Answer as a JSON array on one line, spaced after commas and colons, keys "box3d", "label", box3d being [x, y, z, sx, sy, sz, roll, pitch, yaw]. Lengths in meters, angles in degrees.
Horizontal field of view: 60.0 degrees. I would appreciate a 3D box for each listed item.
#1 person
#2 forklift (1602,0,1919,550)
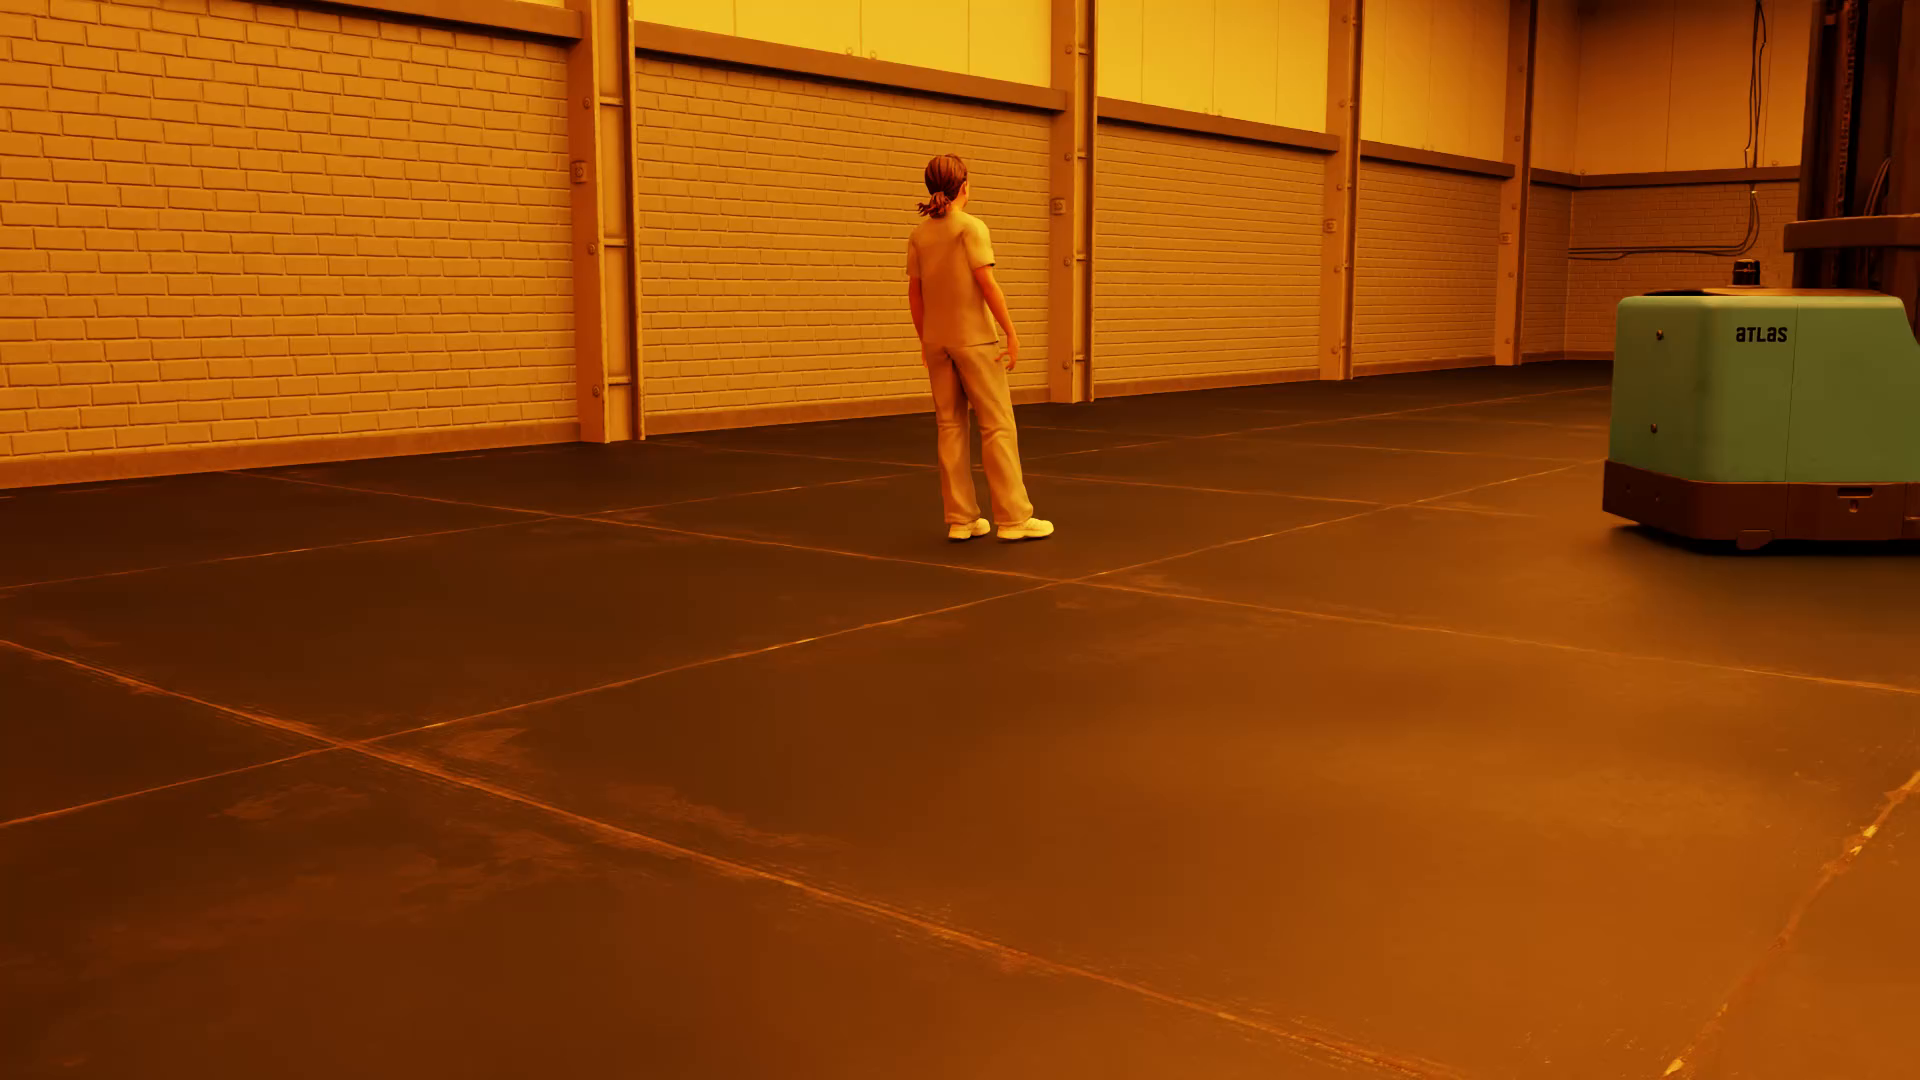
[{"box3d": [0.025, -0.749, 7.313, 0.517, 1.361, 0.395, 7, 11, 38], "label": "person"}, {"box3d": [4.554, -1.457, 7.241, 3.031, 2.935, 1.130, 0, 8, -1], "label": "forklift"}]
